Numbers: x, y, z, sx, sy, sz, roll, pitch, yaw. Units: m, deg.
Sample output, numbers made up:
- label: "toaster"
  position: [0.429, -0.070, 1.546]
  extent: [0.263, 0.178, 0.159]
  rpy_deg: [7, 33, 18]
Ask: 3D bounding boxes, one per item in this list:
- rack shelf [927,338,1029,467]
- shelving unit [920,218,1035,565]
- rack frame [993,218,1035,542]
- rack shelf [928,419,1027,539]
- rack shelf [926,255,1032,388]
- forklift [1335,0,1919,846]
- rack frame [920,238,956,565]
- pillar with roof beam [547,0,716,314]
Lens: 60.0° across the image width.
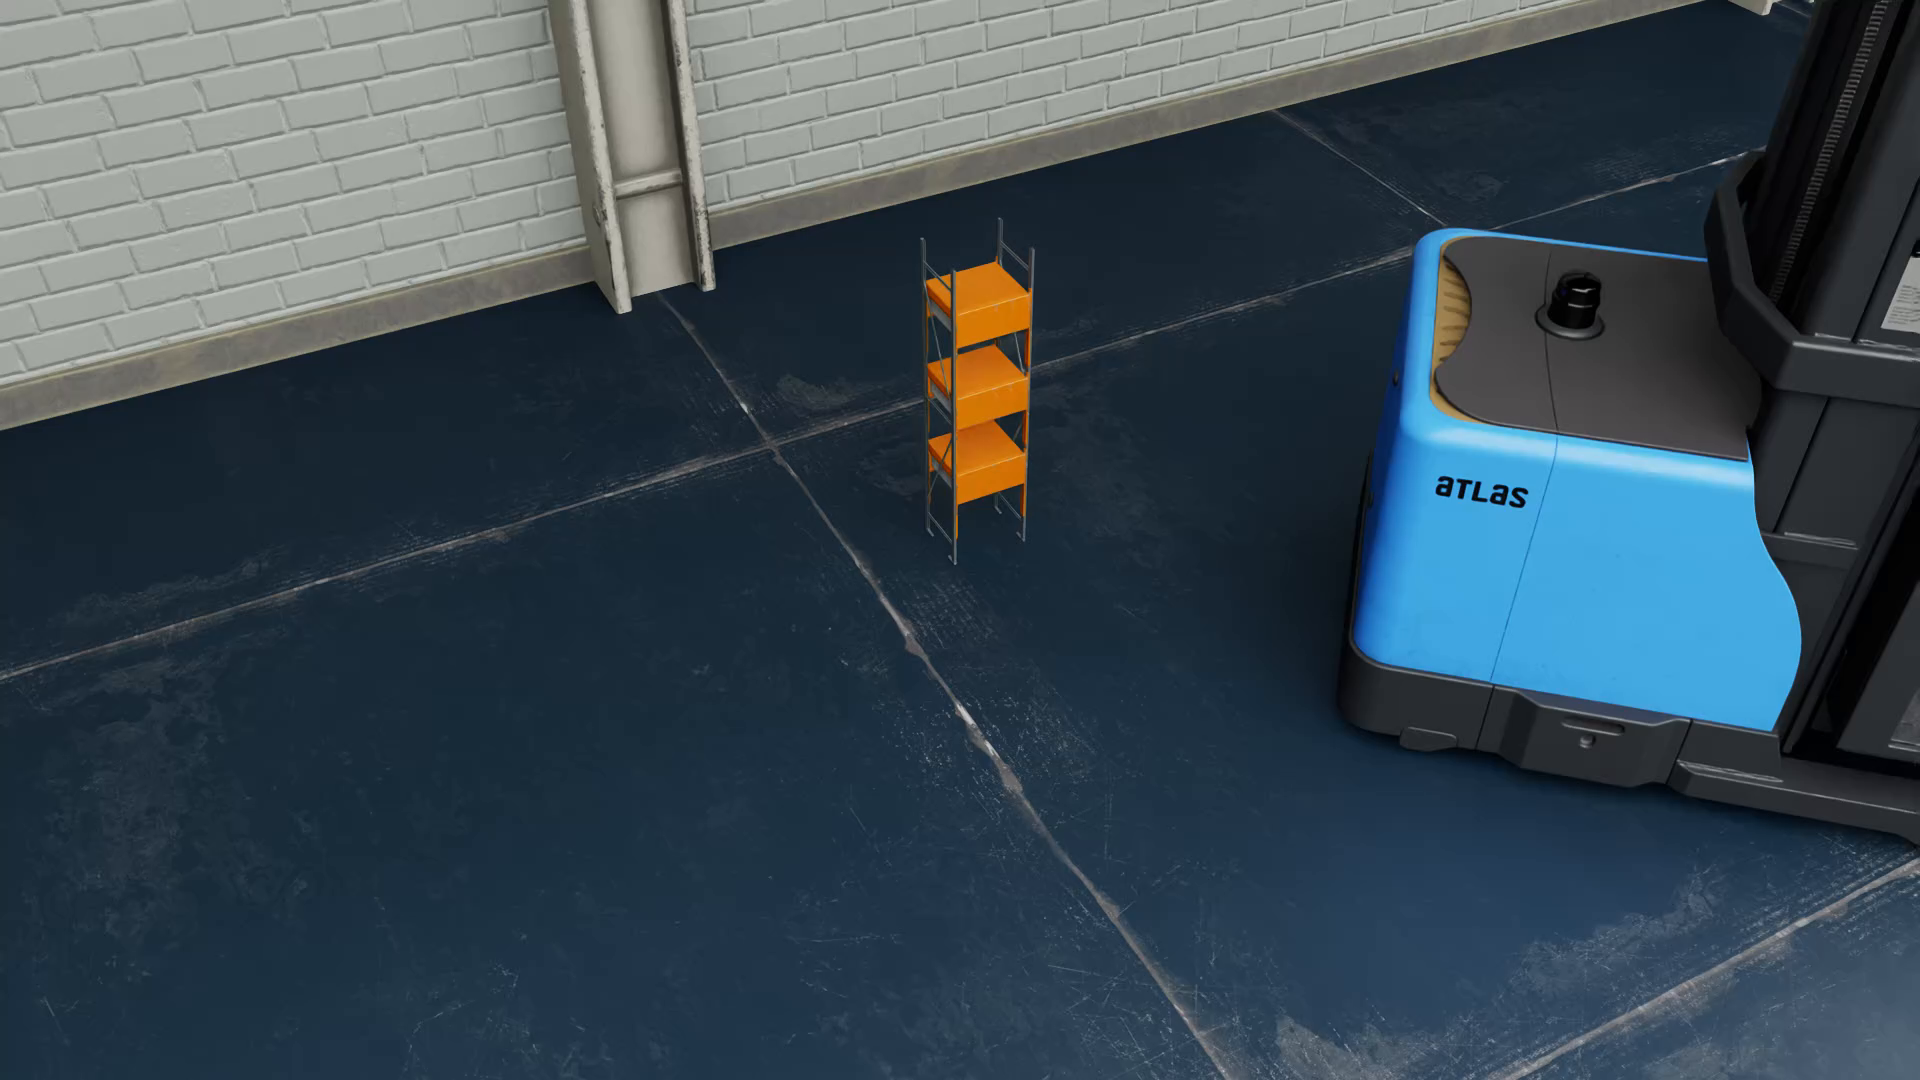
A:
- label: "rack shelf"
  position: [0.047, -0.409, 4.936]
  extent: [0.240, 0.259, 0.215]
  rpy_deg: [-19, 44, -21]
- label: "shelving unit"
  position: [0.047, -0.417, 4.930]
  extent: [0.252, 1.050, 0.215]
  rpy_deg: [-19, 44, -21]
- label: "rack frame"
  position: [0.156, -0.453, 4.973]
  extent: [0.008, 1.050, 0.200]
  rpy_deg: [-19, 44, -21]
- label: "rack shelf"
  position: [0.047, -0.196, 5.116]
  extent: [0.240, 0.259, 0.215]
  rpy_deg: [-19, 44, -21]
- label: "rack shelf"
  position: [0.047, -0.625, 4.753]
  extent: [0.240, 0.259, 0.215]
  rpy_deg: [-19, 44, -21]
- label: "forklift"
  position: [2.615, -0.643, 3.741]
  extent: [3.031, 2.935, 1.130]
  rpy_deg: [9, 41, 11]
- label: "rack frame"
  position: [-0.061, -0.380, 4.887]
  extent: [0.008, 1.050, 0.200]
  rpy_deg: [-19, 44, -21]
- label: "pillar with roof beam"
  position: [0.807, -1.965, 0.606]
  extent: [0.400, 9.000, 9.100]
  rpy_deg: [-19, 44, -21]
